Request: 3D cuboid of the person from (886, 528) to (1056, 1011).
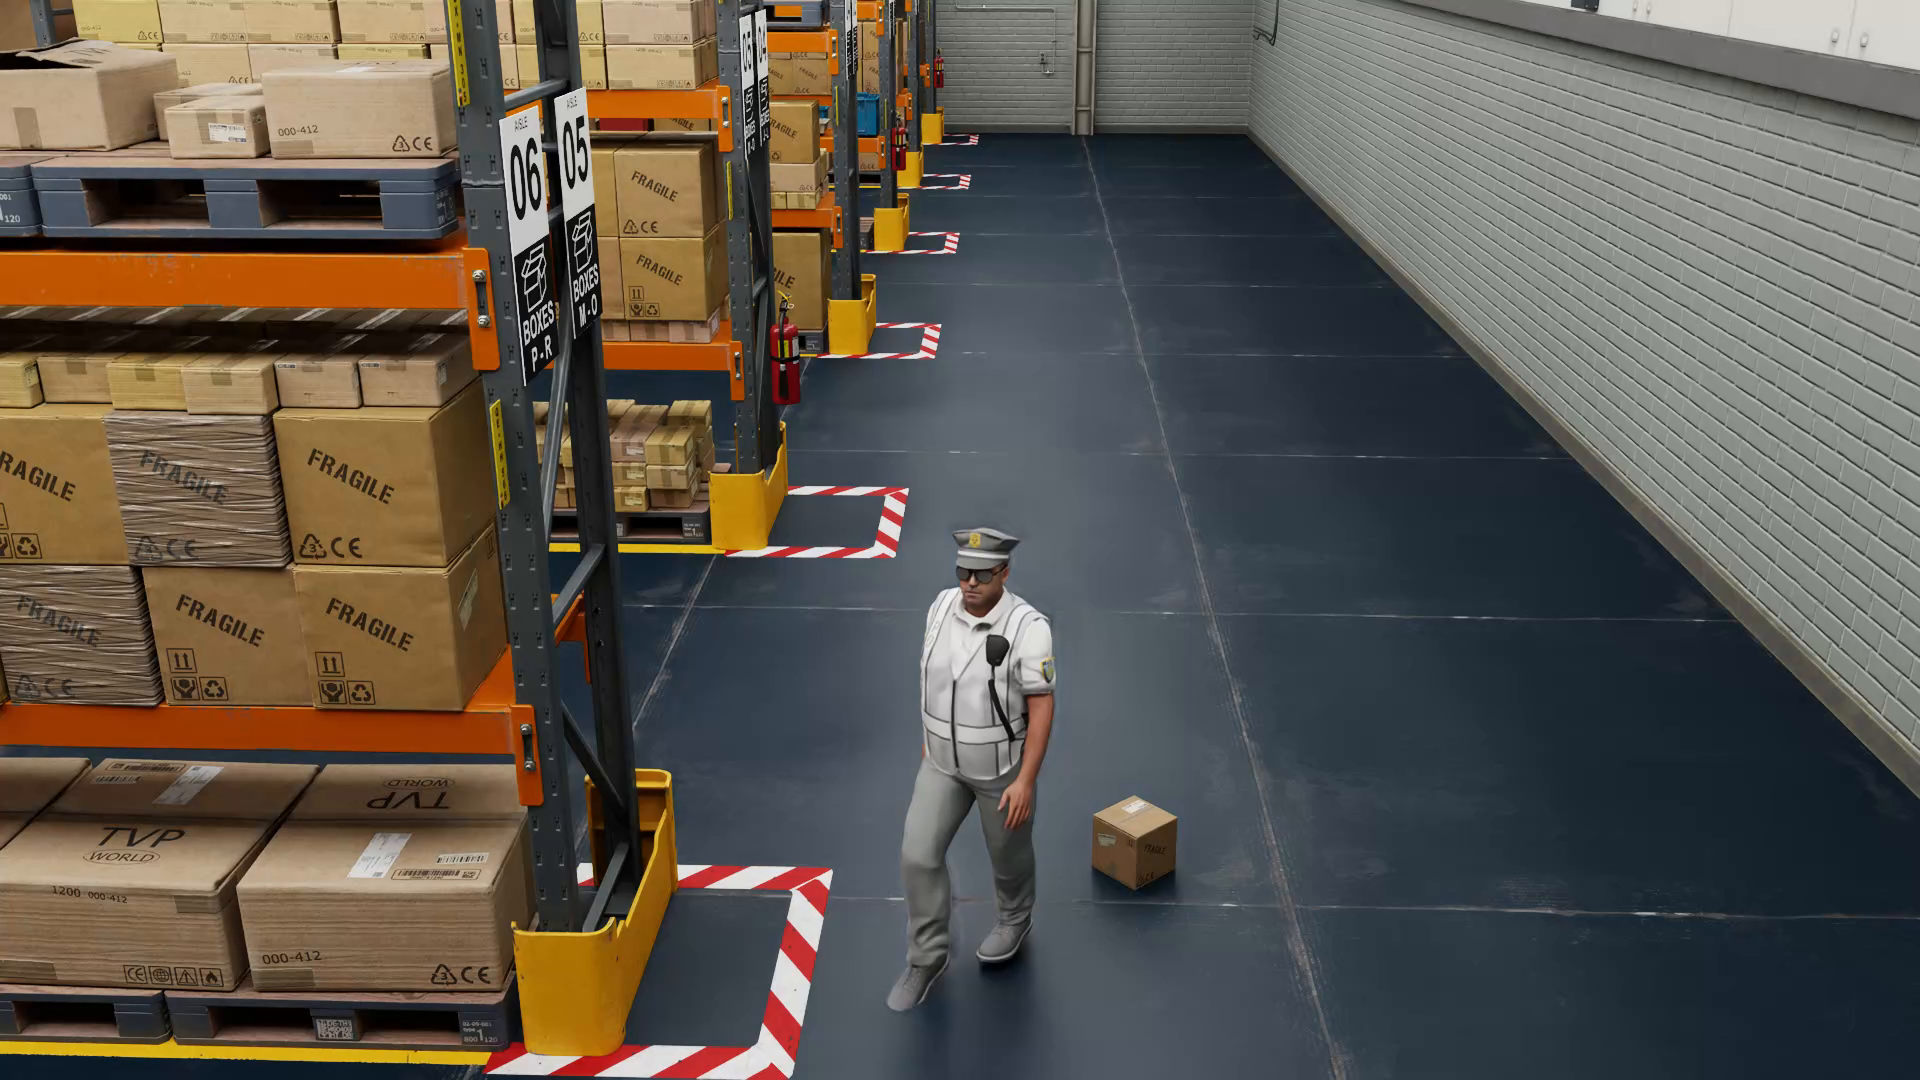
[{"bbox_3d":[0.047,0.830,5.984,0.590,1.840,0.690,10,23,25],"label":"person"}]
